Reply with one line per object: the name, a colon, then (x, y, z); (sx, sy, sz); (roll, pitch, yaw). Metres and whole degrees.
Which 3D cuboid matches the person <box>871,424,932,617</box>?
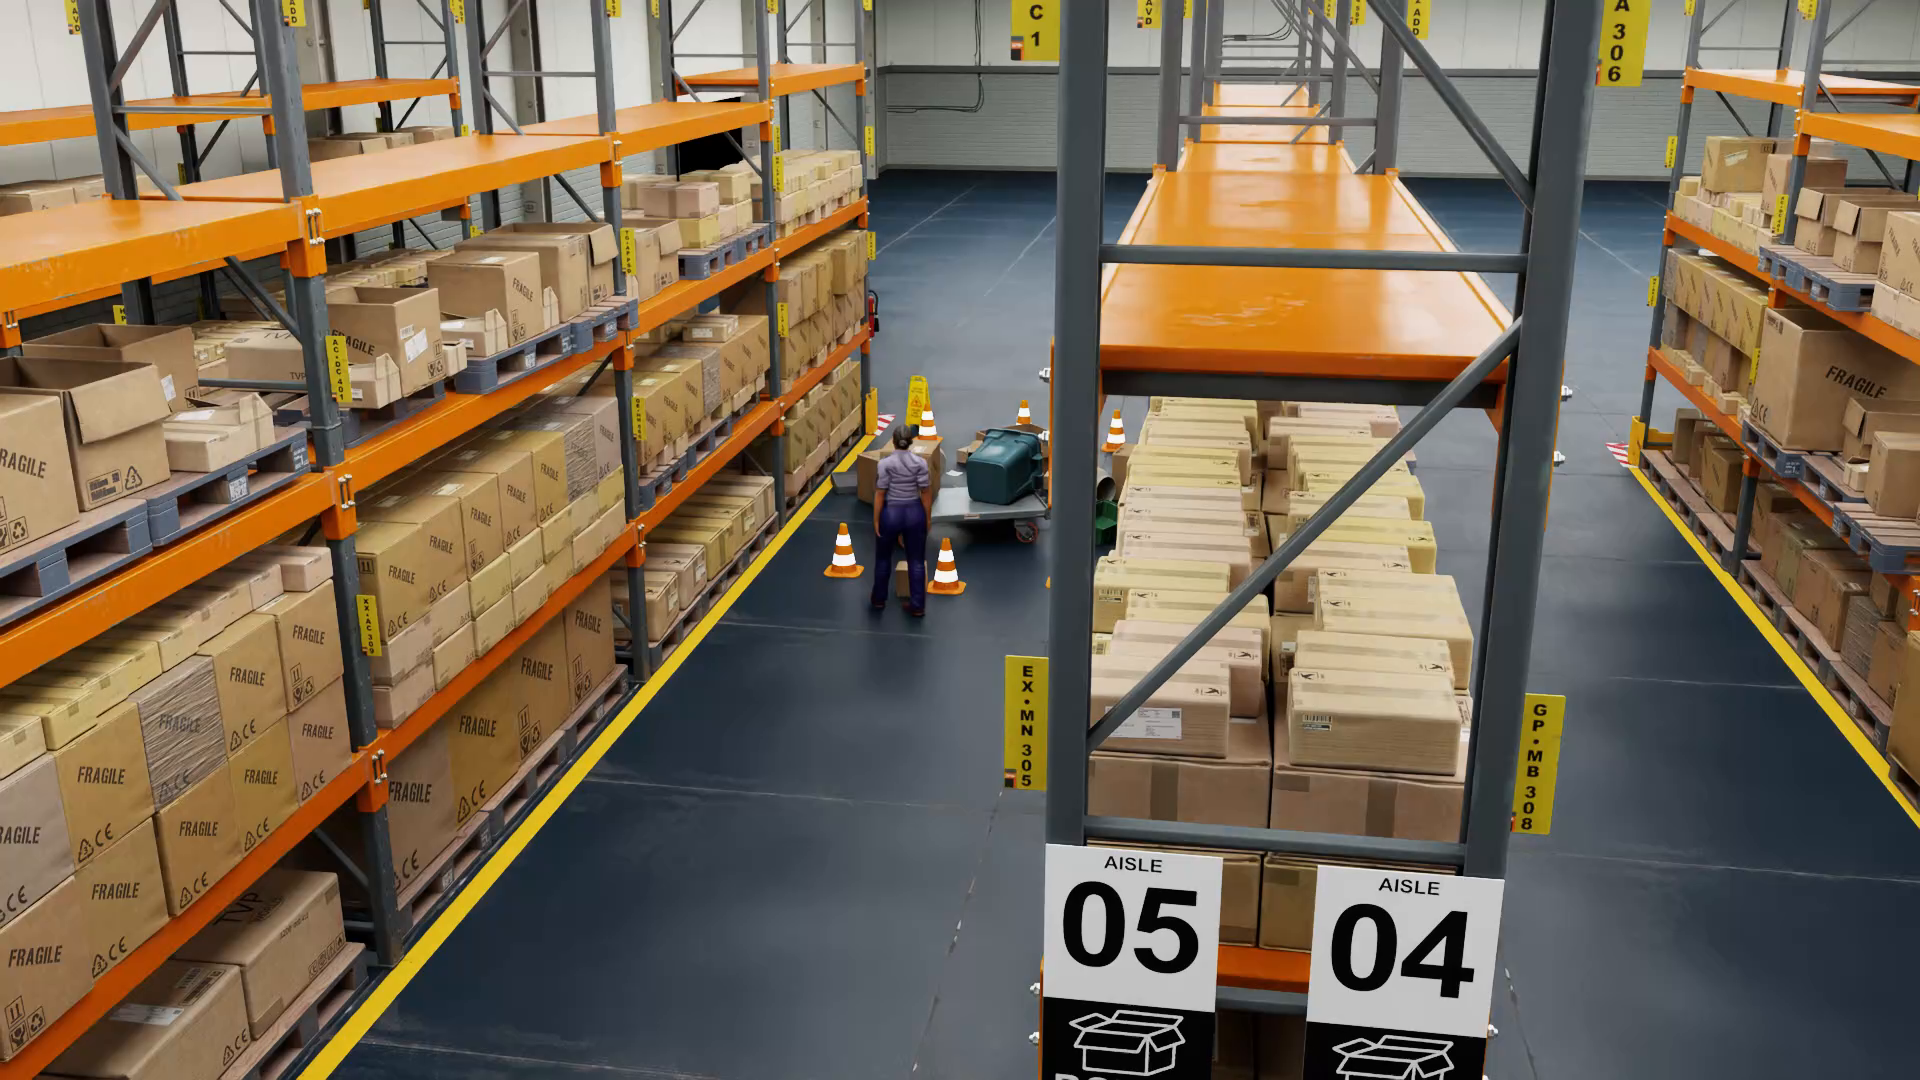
person: (-0.505, -0.198, 14.103); (0.493, 1.644, 0.551); (-3, 18, -10)
